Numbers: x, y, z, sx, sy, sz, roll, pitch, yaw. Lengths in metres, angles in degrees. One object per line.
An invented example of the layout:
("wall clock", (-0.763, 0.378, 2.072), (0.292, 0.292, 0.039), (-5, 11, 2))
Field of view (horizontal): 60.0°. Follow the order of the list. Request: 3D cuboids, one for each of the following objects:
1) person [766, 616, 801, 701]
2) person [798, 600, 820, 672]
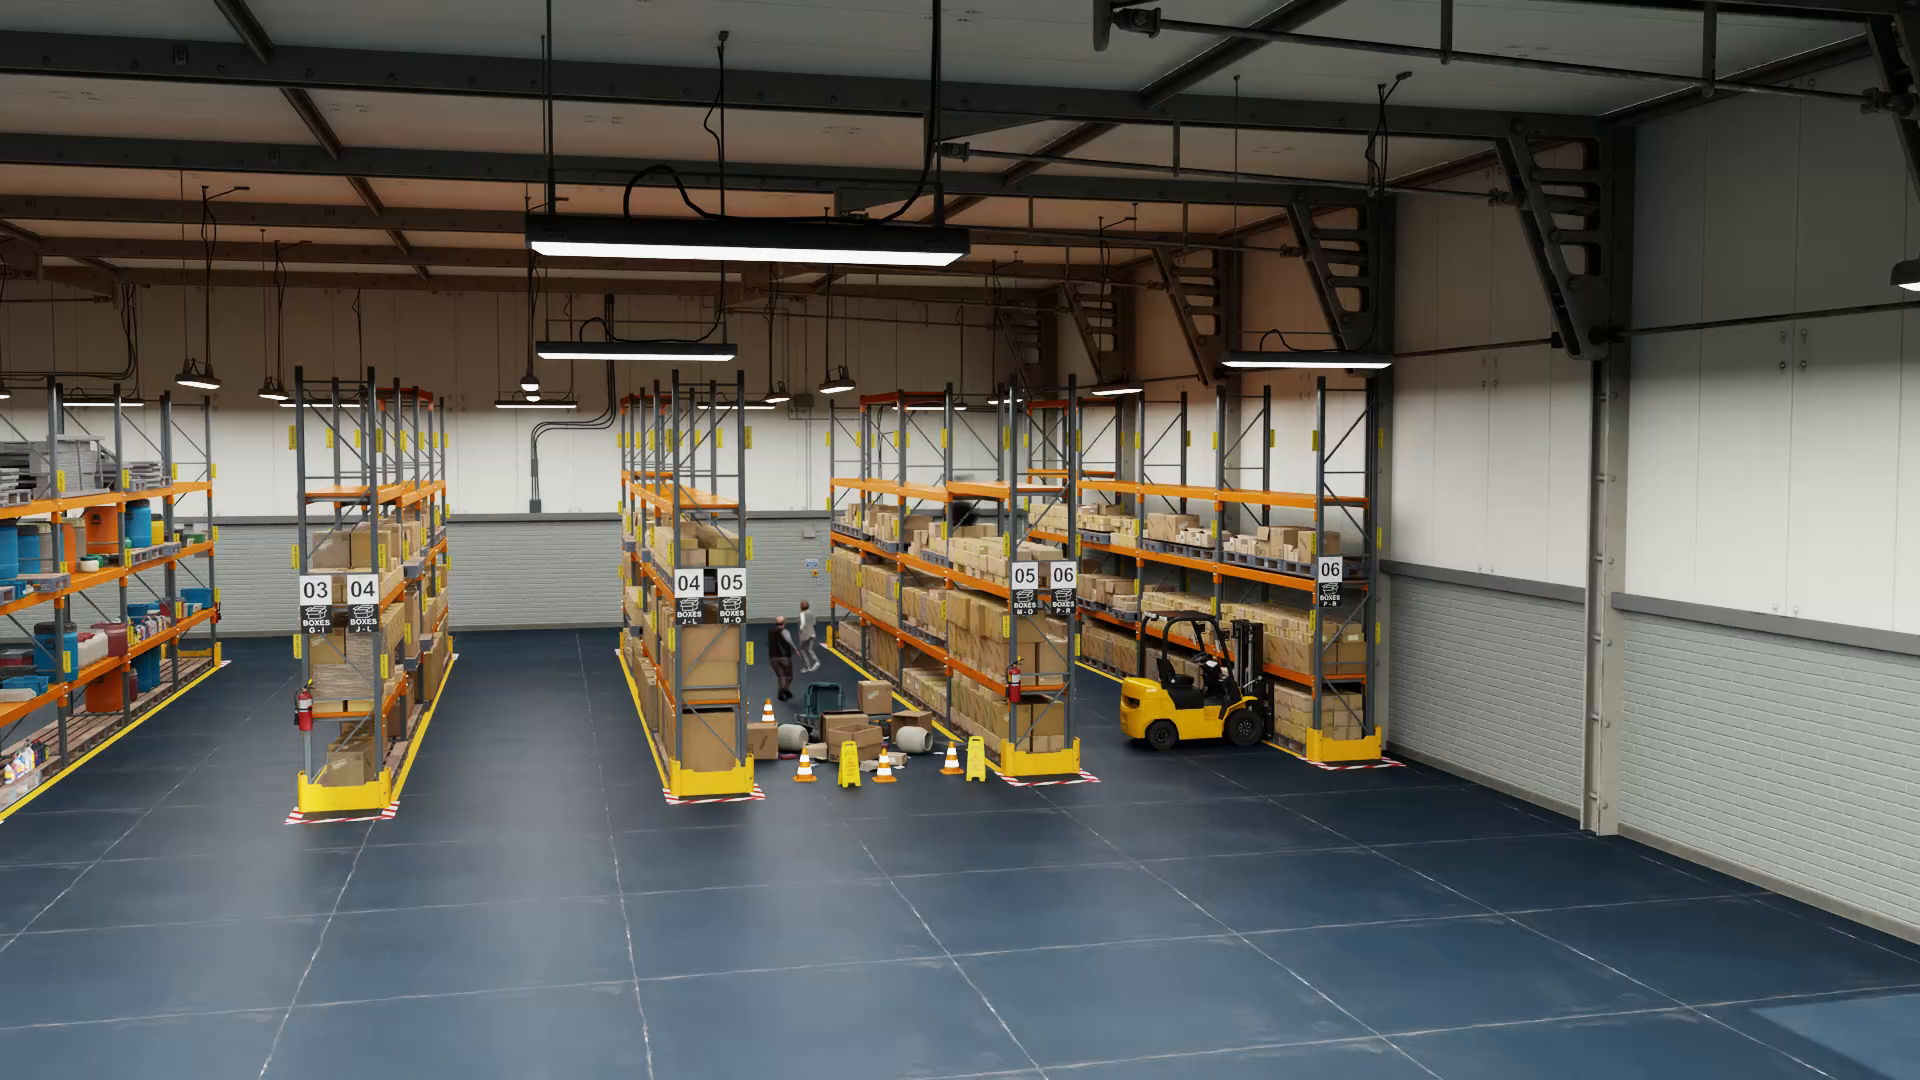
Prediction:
("person", (-3.429, 2.302, 31.926), (0.764, 1.659, 0.641), (1, 4, 17))
("person", (-3.201, 2.091, 35.698), (0.526, 1.569, 0.724), (-3, 5, -42))
